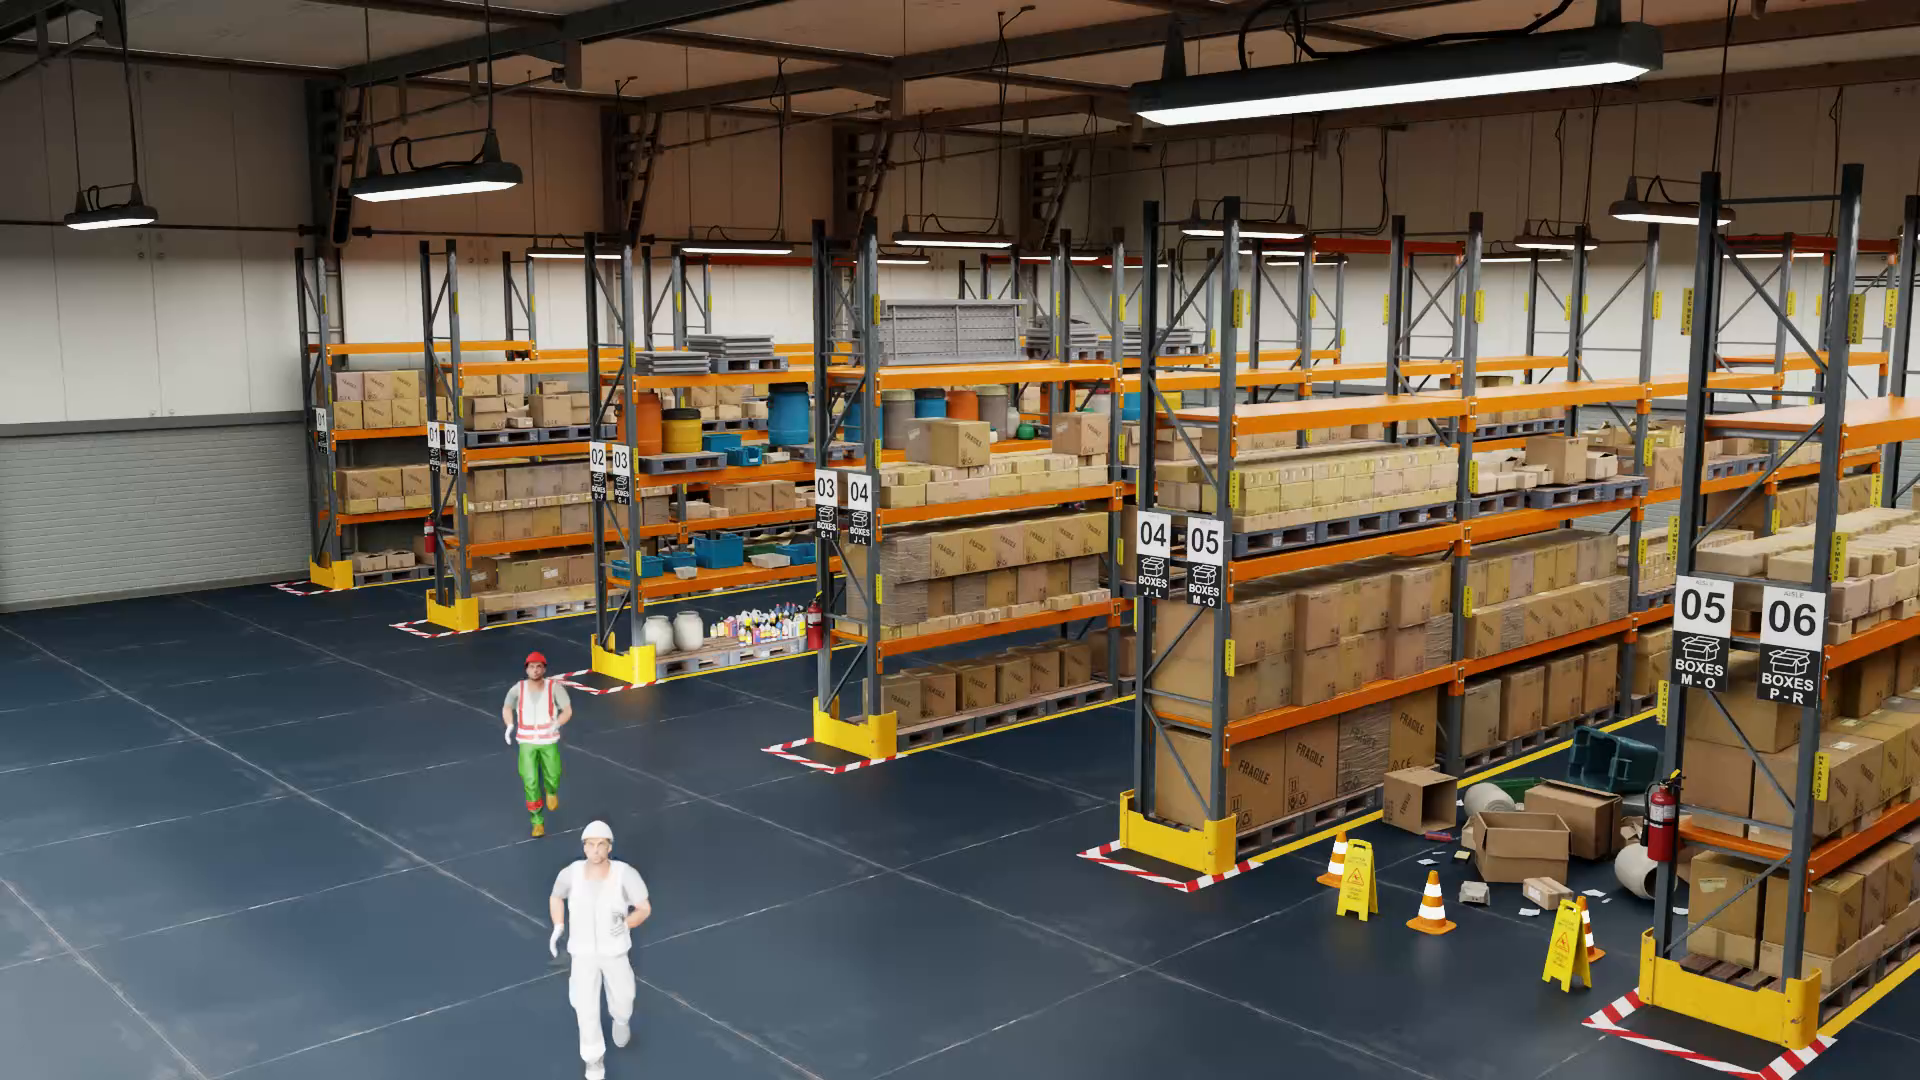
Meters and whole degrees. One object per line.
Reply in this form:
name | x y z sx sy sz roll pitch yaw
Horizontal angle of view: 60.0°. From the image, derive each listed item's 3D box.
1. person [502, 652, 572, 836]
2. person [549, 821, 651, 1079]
person | -4.100 1.949 16.147 0.663 1.748 0.780 -2 9 -11
person | -2.363 2.706 10.926 0.670 1.765 0.914 -1 8 -7
